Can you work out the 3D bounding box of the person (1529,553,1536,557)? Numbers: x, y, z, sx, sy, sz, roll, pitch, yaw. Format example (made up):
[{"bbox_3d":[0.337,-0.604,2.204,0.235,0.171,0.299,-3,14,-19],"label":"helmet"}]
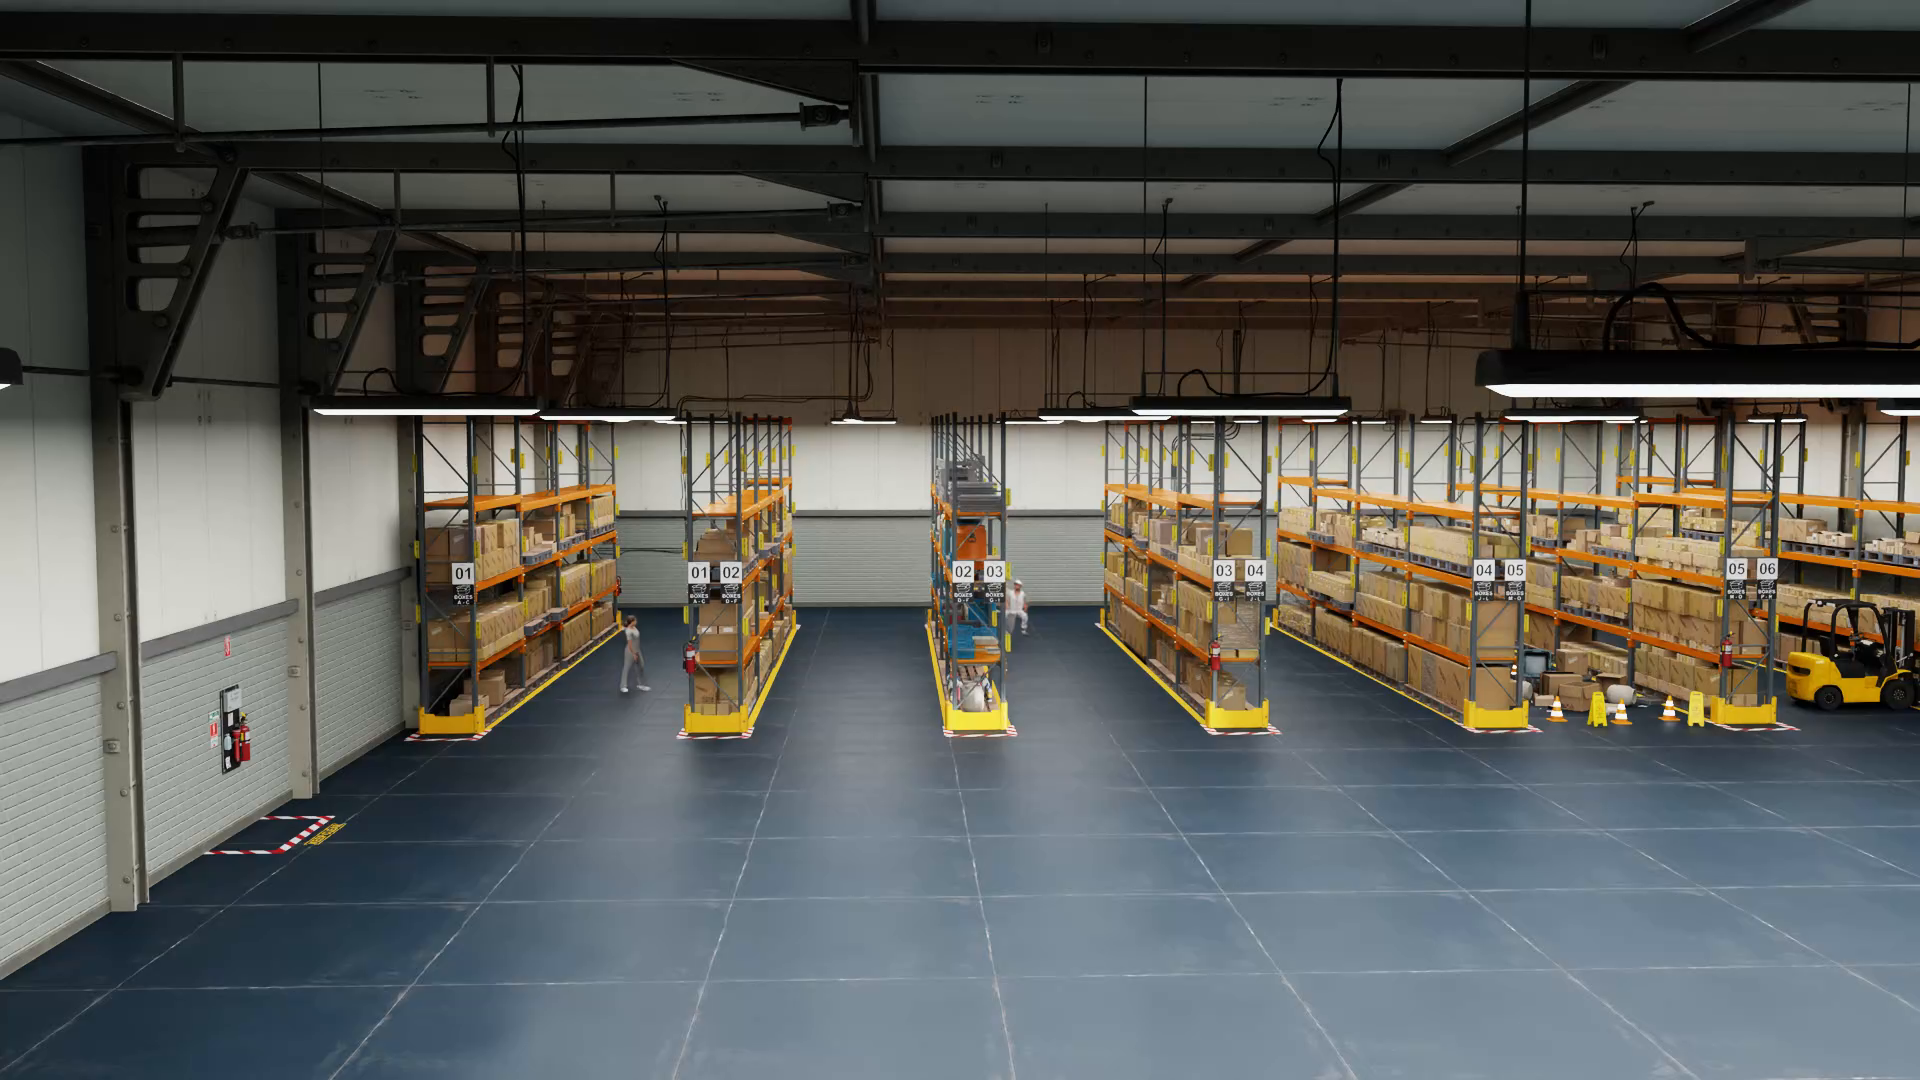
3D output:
[{"bbox_3d":[17.944,1.266,52.351,0.486,1.789,0.544,-1,4,-19],"label":"person"}]

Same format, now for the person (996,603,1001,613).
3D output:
[{"bbox_3d":[0.967,1.407,51.102,0.662,1.652,0.484,3,5,33],"label":"person"}]

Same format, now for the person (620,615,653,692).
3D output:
[{"bbox_3d":[-7.045,2.453,35.980,0.544,1.696,0.617,1,4,21],"label":"person"}]

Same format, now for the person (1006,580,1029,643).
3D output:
[{"bbox_3d":[1.473,1.887,43.281,0.633,1.681,1.035,-1,4,-14],"label":"person"}]

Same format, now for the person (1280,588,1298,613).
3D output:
[{"bbox_3d":[9.742,1.480,49.468,0.898,1.749,0.647,-3,5,-34],"label":"person"}]
